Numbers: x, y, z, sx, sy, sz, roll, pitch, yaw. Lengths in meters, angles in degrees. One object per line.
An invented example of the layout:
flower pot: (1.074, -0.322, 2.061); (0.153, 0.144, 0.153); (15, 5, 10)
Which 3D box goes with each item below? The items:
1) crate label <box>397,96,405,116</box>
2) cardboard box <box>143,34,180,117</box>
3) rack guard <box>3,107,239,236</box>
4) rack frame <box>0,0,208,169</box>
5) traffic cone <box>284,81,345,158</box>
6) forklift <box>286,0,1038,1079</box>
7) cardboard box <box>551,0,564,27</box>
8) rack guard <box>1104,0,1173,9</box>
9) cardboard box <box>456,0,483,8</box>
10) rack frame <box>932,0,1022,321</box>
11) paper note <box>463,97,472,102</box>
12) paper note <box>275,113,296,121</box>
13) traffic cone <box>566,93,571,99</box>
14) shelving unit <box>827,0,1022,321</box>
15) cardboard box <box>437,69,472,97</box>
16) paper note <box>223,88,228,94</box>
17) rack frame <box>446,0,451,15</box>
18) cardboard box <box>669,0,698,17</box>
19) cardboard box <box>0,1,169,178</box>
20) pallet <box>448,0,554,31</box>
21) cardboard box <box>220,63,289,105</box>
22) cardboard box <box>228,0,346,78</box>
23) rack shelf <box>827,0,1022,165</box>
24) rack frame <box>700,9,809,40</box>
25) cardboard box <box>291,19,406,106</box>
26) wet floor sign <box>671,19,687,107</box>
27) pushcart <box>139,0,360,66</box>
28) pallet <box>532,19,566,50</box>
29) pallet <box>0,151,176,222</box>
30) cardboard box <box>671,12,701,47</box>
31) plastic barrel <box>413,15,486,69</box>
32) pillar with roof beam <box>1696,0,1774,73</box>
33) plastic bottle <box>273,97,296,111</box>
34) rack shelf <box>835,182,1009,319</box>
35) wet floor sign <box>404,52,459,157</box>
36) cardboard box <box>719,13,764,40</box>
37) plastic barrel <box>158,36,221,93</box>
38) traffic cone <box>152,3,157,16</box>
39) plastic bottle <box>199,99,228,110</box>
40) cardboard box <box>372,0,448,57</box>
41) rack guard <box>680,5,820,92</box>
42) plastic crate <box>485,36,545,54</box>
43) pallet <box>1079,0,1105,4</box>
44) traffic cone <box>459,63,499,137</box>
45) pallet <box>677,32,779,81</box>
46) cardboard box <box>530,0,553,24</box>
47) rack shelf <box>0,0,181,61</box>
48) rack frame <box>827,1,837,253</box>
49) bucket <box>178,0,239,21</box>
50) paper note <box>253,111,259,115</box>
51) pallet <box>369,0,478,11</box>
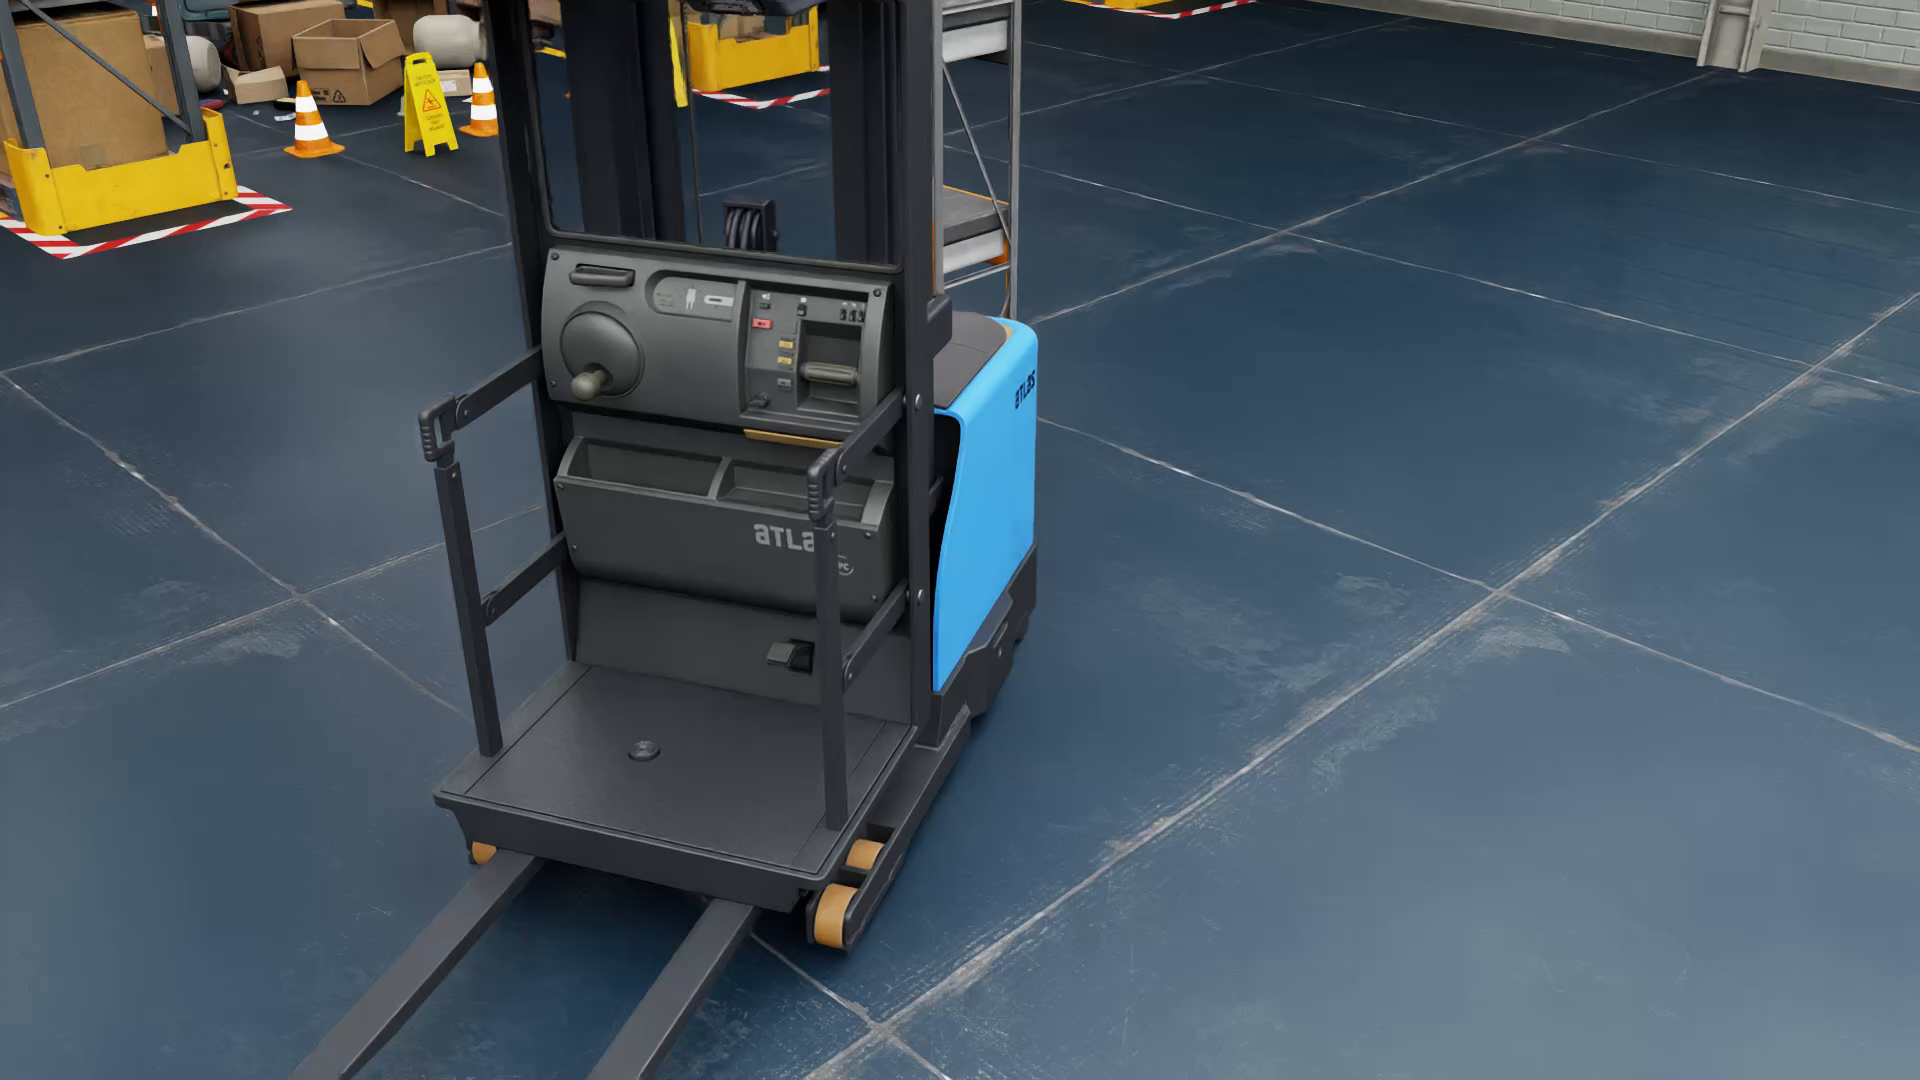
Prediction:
crate label: (-3.943, -3.200, 12.189); (0.298, 0.136, 0.250); (7, 29, 13)
cardboard box: (-6.016, -3.357, 12.094); (0.500, 0.500, 0.500); (-18, 33, -31)
rack guard: (-4.973, -2.208, 9.913); (0.348, 0.500, 1.175); (25, 36, 38)
rack frame: (-4.991, -3.323, 9.346); (0.127, 3.000, 1.000); (25, 36, 38)
traffic cone: (-4.374, -2.844, 11.162); (0.334, 0.463, 0.336); (25, 36, 38)
forklift: (-0.690, -0.462, 3.979); (1.130, 2.935, 3.031); (9, 29, 16)
cardboard box: (-3.098, -4.482, 14.054); (0.500, 0.250, 0.500); (23, 35, 37)
rack guard: (1.902, -5.533, 16.235); (0.348, 0.500, 1.175); (25, 36, 38)
cardboard box: (-4.213, -4.990, 15.021); (0.500, 0.250, 0.500); (23, 35, 36)
rack frame: (0.056, -0.904, 5.713); (0.015, 2.100, 0.400); (25, 36, 38)
paper note: (-3.662, -3.332, 12.554); (0.142, 0.019, 0.148); (12, 30, 22)
paper note: (-4.889, -3.069, 12.056); (0.144, 0.017, 0.142); (-13, 30, -22)
traffic cone: (-2.803, -3.588, 12.576); (0.334, 0.463, 0.336); (25, 36, 38)
shelving unit: (-0.118, -0.983, 5.864); (0.503, 2.100, 0.431); (25, 36, 38)
cardboard box: (-3.943, -3.494, 12.734); (0.380, 0.149, 0.250); (-7, 29, -14)
paper note: (-5.592, -3.474, 12.833); (0.172, 0.023, 0.155); (-13, 30, -22)
rack frame: (-4.444, -6.303, 15.015); (0.127, 3.000, 1.000); (25, 36, 38)
cardboard box: (-2.346, -4.474, 13.233); (0.500, 0.500, 0.500); (25, 37, 39)
cardboard box: (-5.520, -2.767, 10.122); (0.875, 0.875, 0.875); (25, 37, 39)
pallet: (-3.941, -4.862, 15.269); (1.213, 0.211, 1.003); (25, 36, 38)
cardboard box: (-5.326, -3.468, 12.560); (0.396, 0.266, 0.258); (-18, 33, -31)
cardboard box: (-5.292, -3.989, 13.149); (0.503, 0.637, 0.797); (25, 36, 38)
rack shelf: (-0.118, -1.591, 5.545); (0.480, 0.518, 0.431); (25, 36, 38)
rack frame: (-1.592, -4.998, 12.533); (0.127, 3.000, 1.000); (25, 36, 38)
cardboard box: (-4.620, -3.626, 12.606); (0.637, 0.503, 0.797); (2, 28, 4)
wet floor sign: (-2.207, -3.539, 12.287); (0.267, 0.644, 0.232); (-13, 30, -22)
pushcart: (-6.007, -4.370, 14.155); (0.936, 0.377, 1.648); (12, 30, 22)
pallet: (-3.067, -4.464, 14.512); (1.213, 0.211, 1.003); (25, 36, 38)
pallet: (-5.616, -2.323, 10.442); (1.213, 0.211, 1.003); (25, 36, 38)
cardboard box: (-2.374, -4.149, 13.422); (0.500, 0.250, 0.500); (24, 36, 38)
plastic barrel: (-4.126, -4.030, 13.459); (0.512, 0.421, 0.421); (-3, 28, -5)
pillar with roof beam: (3.281, -6.442, 8.832); (0.400, 9.000, 9.100); (25, 36, 38)
plastic bottle: (-4.993, -3.238, 12.343); (0.283, 0.061, 0.133); (12, 30, 22)
rack shelf: (-0.118, -0.971, 5.870); (0.480, 0.518, 0.431); (25, 36, 38)
wet floor sign: (-3.582, -2.928, 11.126); (0.232, 0.644, 0.267); (18, 33, 30)
cardboard box: (-1.974, -4.322, 13.750); (0.500, 0.250, 0.500); (24, 36, 38)
plastic barrel: (-5.958, -3.626, 12.692); (0.512, 0.421, 0.421); (-3, 28, -5)
traffic cone: (-7.218, -4.883, 15.040); (0.334, 0.463, 0.336); (25, 36, 38)
plastic bottle: (-5.561, -3.212, 12.293); (0.133, 0.061, 0.283); (12, 30, 22)
cardboard box: (-4.634, -4.397, 14.072); (0.500, 0.500, 0.500); (-3, 28, -5)
rack guard: (-1.646, -3.917, 13.162); (0.348, 0.500, 1.175); (25, 36, 38)
plastic crate: (-3.900, -4.227, 14.203); (0.583, 0.080, 0.402); (12, 30, 22)
pallet: (1.310, -5.648, 16.765); (1.213, 0.211, 1.003); (25, 36, 38)
traffic cone: (-3.339, -3.108, 11.664); (0.334, 0.463, 0.336); (25, 36, 38)
pallet: (-2.201, -4.066, 13.755); (1.213, 0.211, 1.003); (25, 36, 38)
cardboard box: (-3.444, -4.648, 14.369); (0.500, 0.250, 0.500); (24, 36, 38)
rack shelf: (-6.417, -3.657, 10.754); (4.000, 0.370, 1.077); (25, 36, 38)
rack frame: (-0.292, -1.063, 6.015); (0.015, 2.100, 0.400); (25, 36, 38)
bucket: (-6.129, -4.572, 13.607); (0.726, 0.611, 0.620); (-13, 20, -22)
paper note: (-5.168, -3.138, 12.207); (0.032, 0.001, 0.123); (-7, 29, -14)
pallet: (-5.001, -5.323, 16.146); (1.213, 0.211, 1.003); (25, 36, 38)
